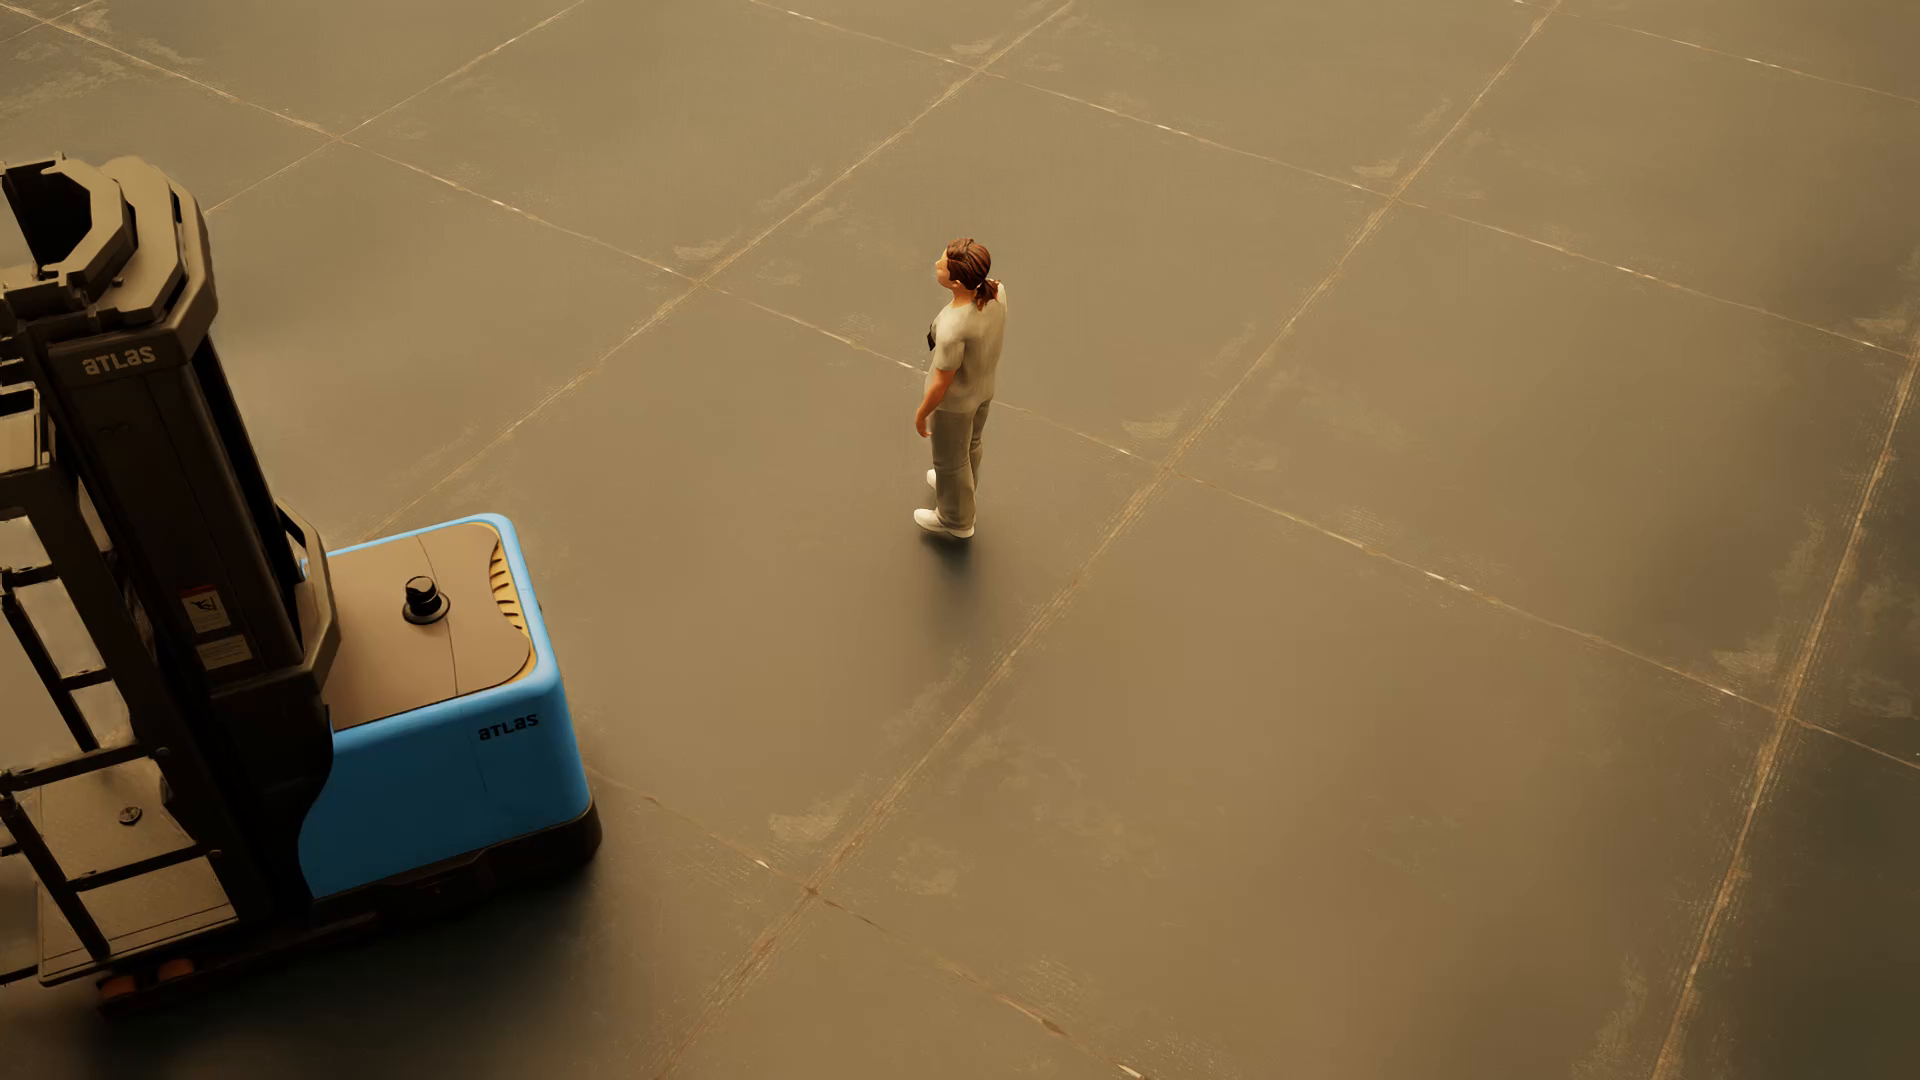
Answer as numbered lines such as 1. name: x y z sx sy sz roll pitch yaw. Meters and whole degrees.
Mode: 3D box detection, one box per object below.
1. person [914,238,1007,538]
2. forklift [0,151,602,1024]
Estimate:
1. person: -0.055 -0.678 7.407 0.547 1.673 0.549 24 48 23
2. forklift: -2.994 0.281 5.553 3.031 2.935 1.130 -16 46 -16
